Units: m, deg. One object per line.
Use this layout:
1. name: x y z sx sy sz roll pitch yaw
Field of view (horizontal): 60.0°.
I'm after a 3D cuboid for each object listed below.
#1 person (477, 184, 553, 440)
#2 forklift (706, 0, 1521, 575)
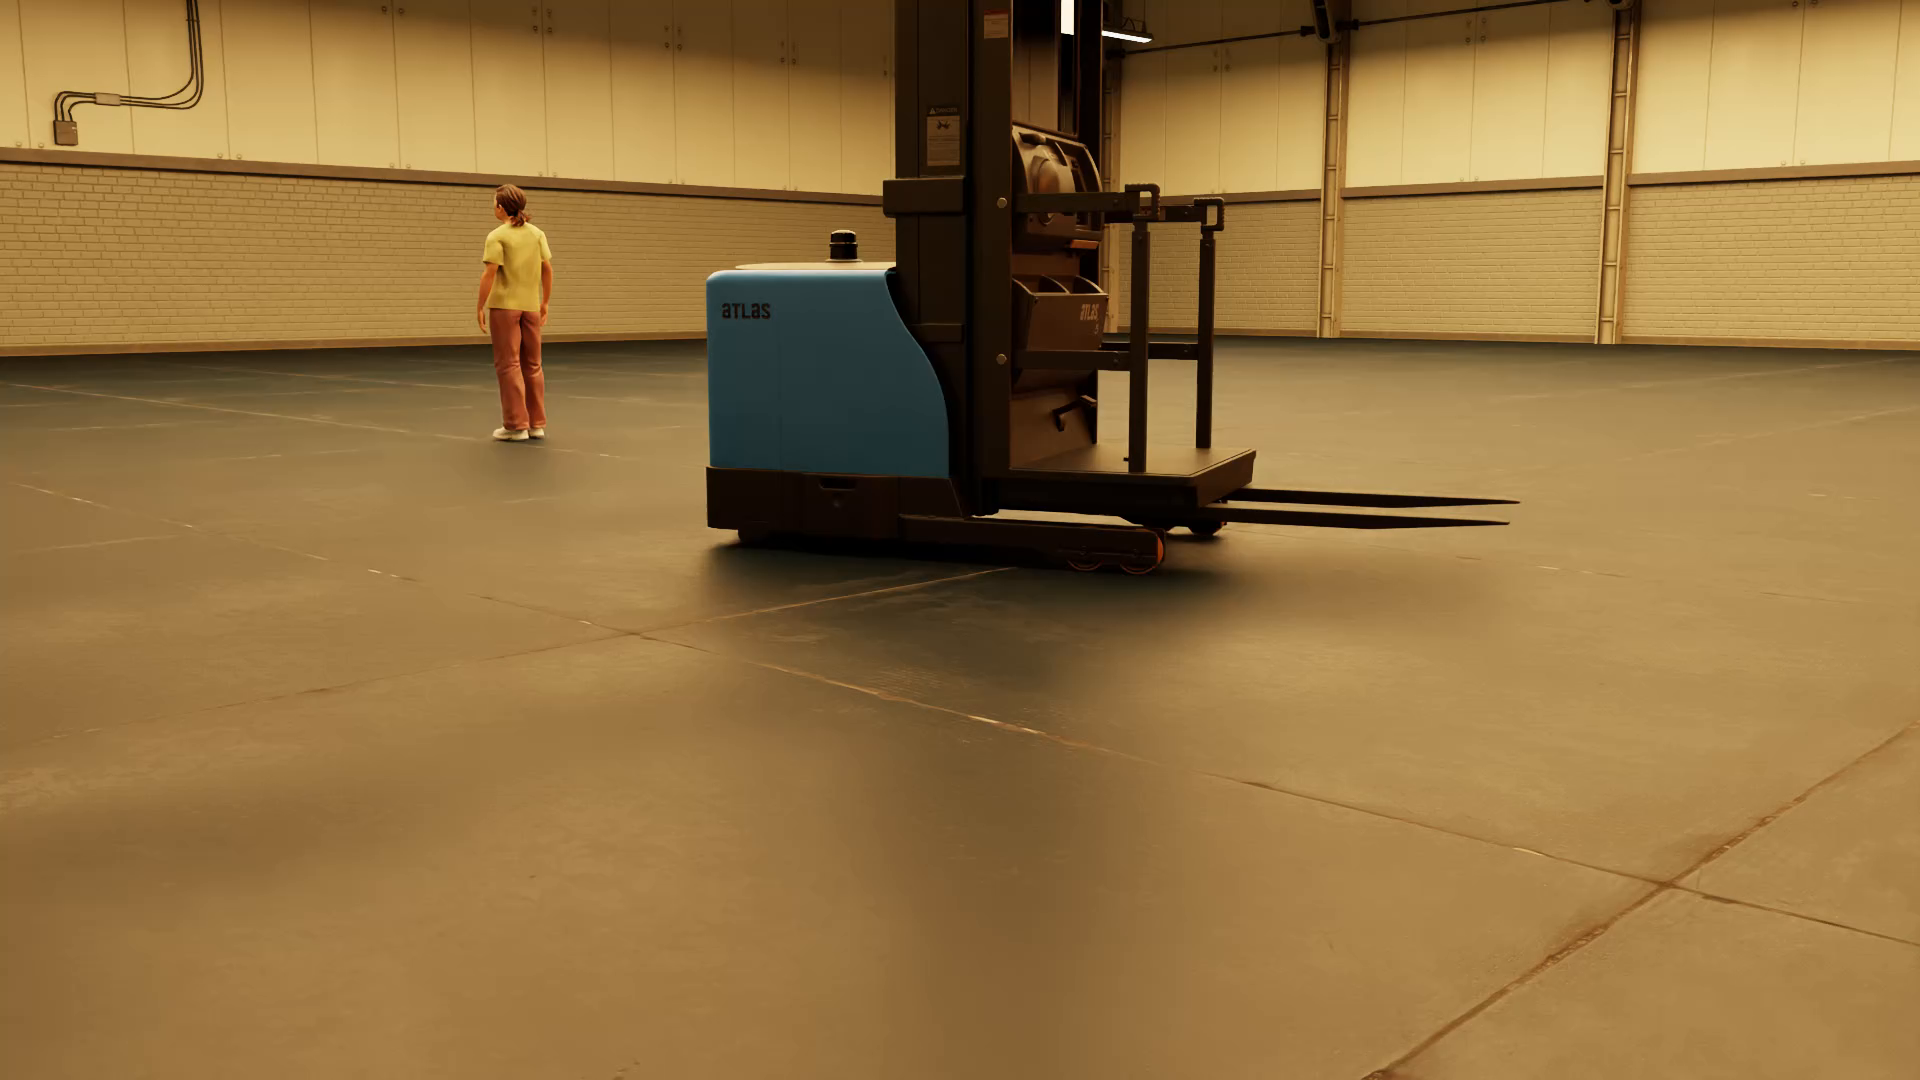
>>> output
1. person: -2.987 -1.504 11.031 0.548 1.674 0.554 8 12 43
2. forklift: 0.565 -1.416 6.275 3.031 2.935 1.130 3 9 22
